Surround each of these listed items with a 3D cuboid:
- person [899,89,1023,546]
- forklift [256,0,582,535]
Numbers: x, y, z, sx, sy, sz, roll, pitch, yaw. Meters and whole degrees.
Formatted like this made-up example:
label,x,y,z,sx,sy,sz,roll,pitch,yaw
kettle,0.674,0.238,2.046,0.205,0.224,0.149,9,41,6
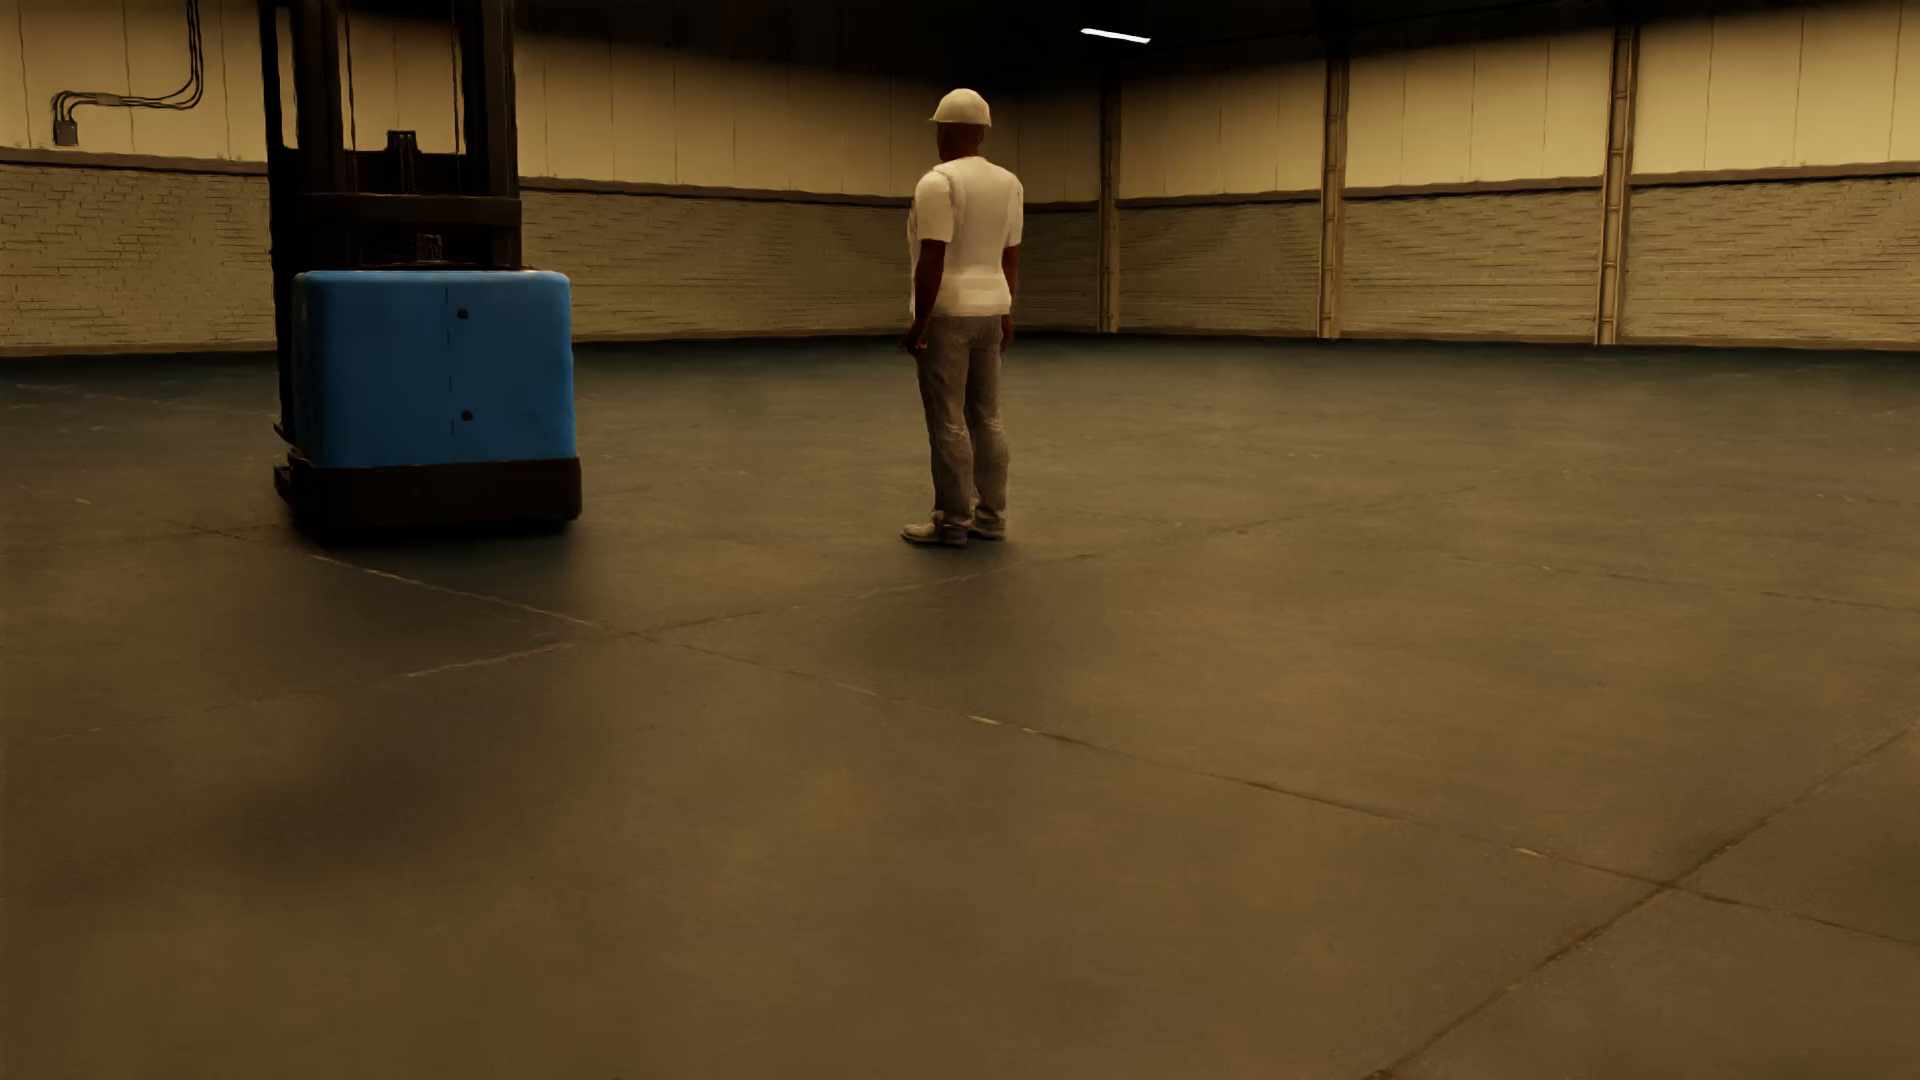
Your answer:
label,x,y,z,sx,sy,sz,roll,pitch,yaw
person,-0.010,-0.875,6.594,0.367,1.771,0.559,8,12,43
forklift,-2.688,-1.650,7.832,1.130,2.935,3.031,-4,10,-26
